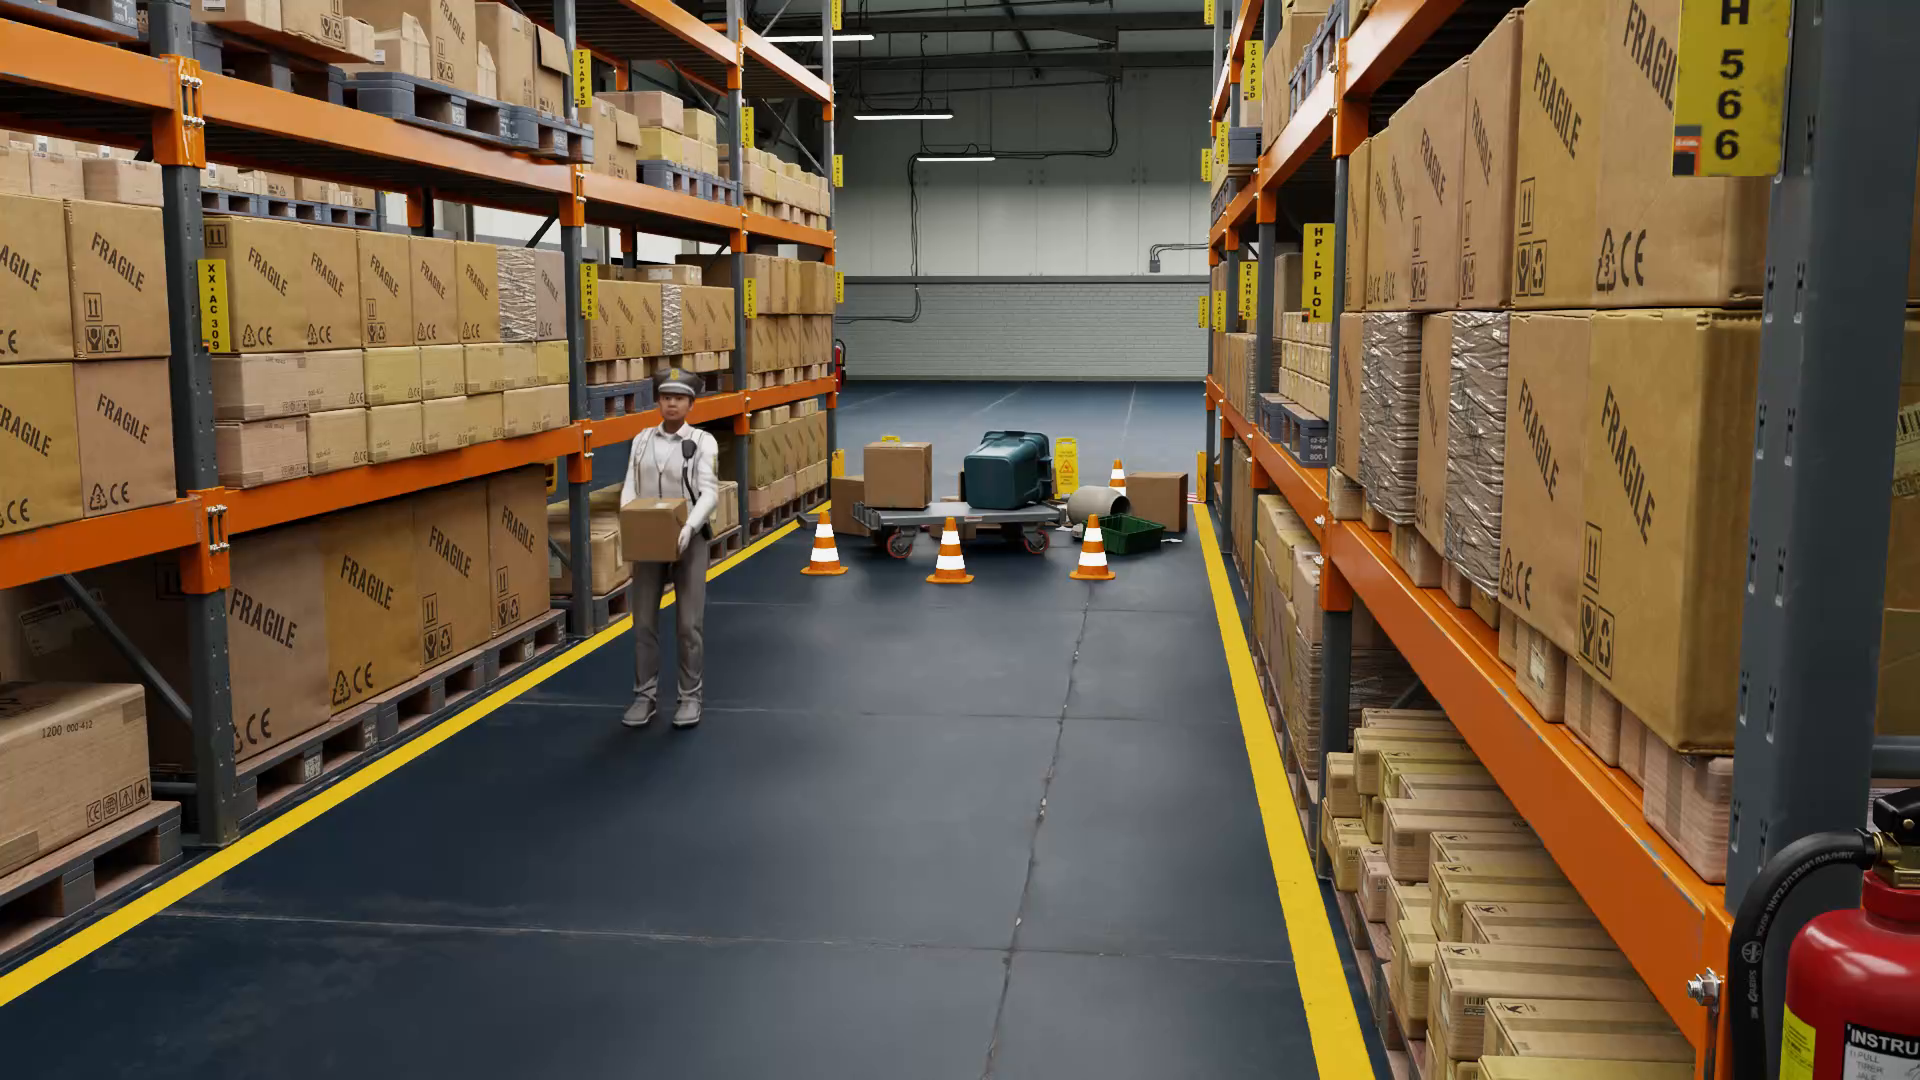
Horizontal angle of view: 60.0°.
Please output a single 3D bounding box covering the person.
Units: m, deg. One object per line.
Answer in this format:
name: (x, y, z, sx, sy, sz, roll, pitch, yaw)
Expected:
person: (-1.384, 0.030, 7.934, 0.469, 1.698, 0.548, 1, 8, 6)
